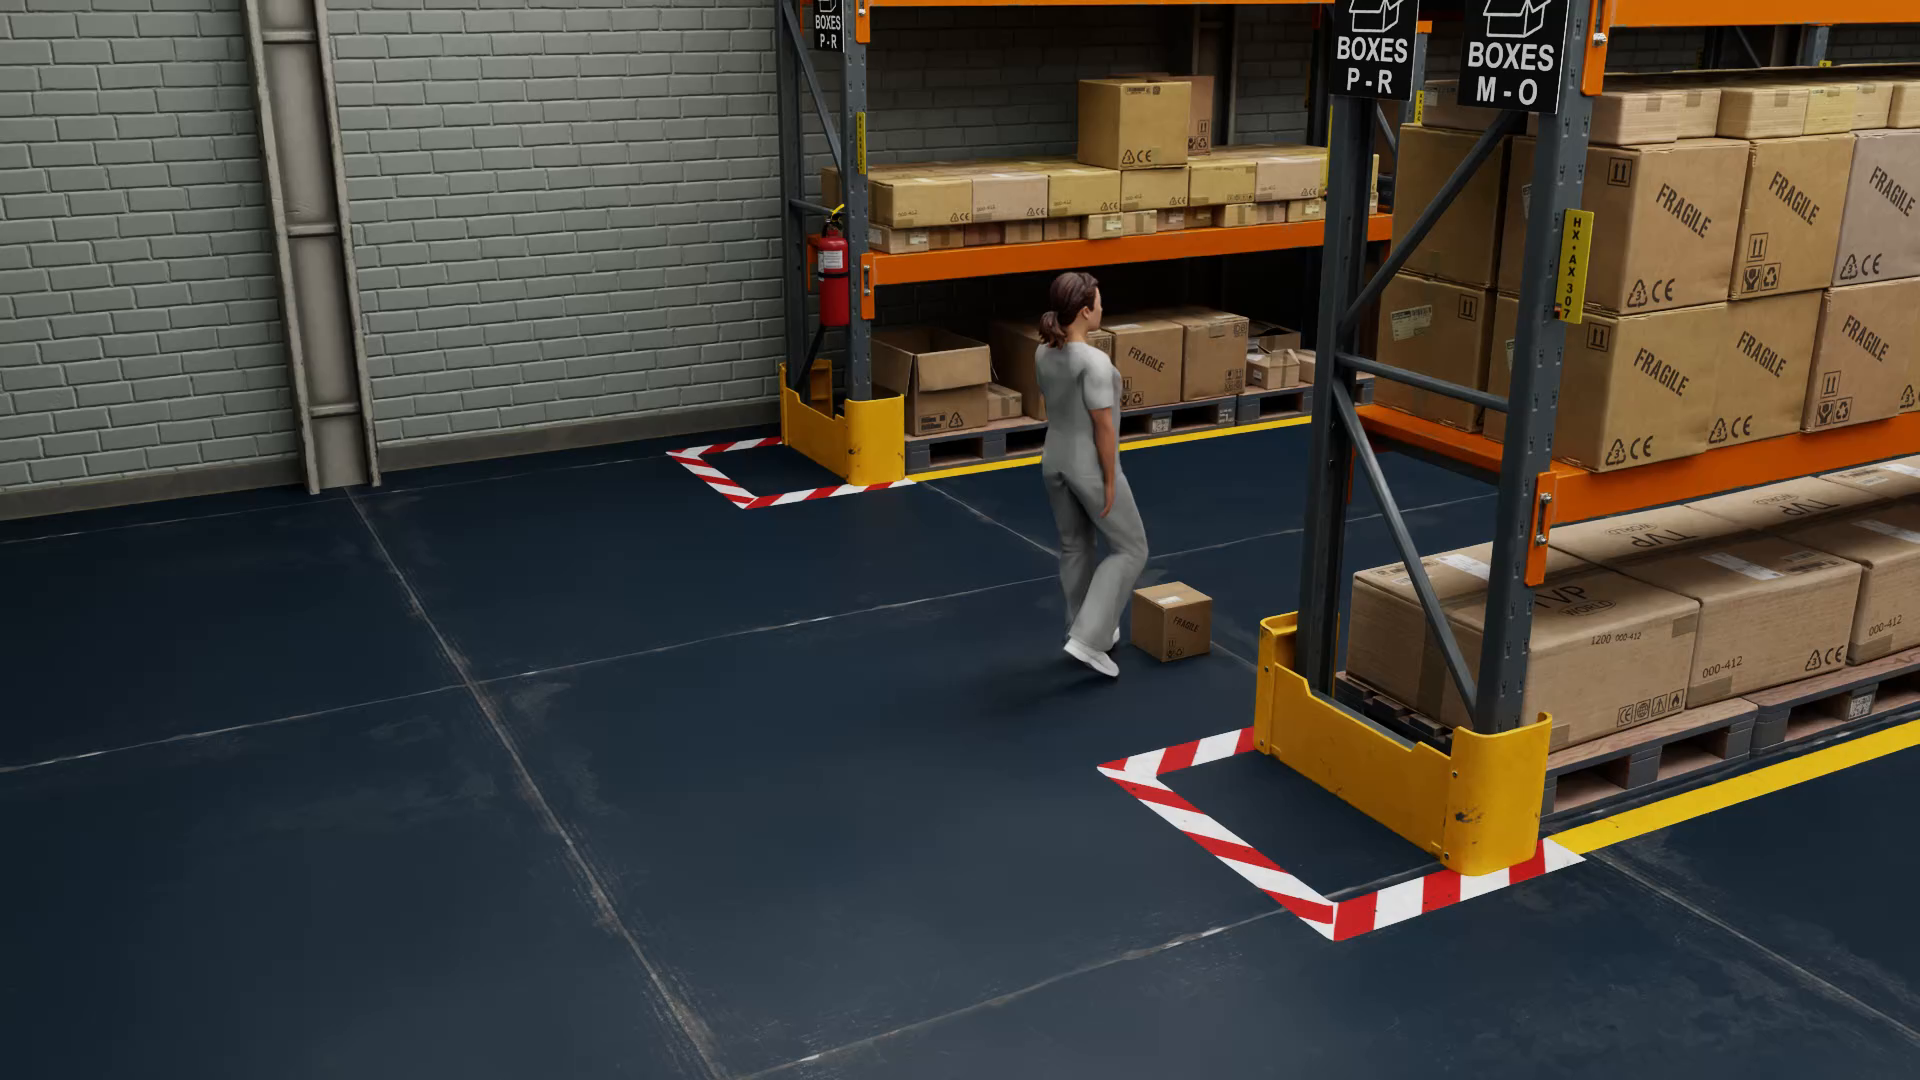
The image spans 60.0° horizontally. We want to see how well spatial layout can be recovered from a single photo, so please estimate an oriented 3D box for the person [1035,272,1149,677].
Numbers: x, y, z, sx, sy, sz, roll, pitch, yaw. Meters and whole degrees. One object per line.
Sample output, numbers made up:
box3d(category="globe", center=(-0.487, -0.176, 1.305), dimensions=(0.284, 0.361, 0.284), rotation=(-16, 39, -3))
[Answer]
box3d(category="person", center=(0.540, -0.269, 6.842), dimensions=(0.538, 1.685, 0.464), rotation=(-14, 23, -36))
